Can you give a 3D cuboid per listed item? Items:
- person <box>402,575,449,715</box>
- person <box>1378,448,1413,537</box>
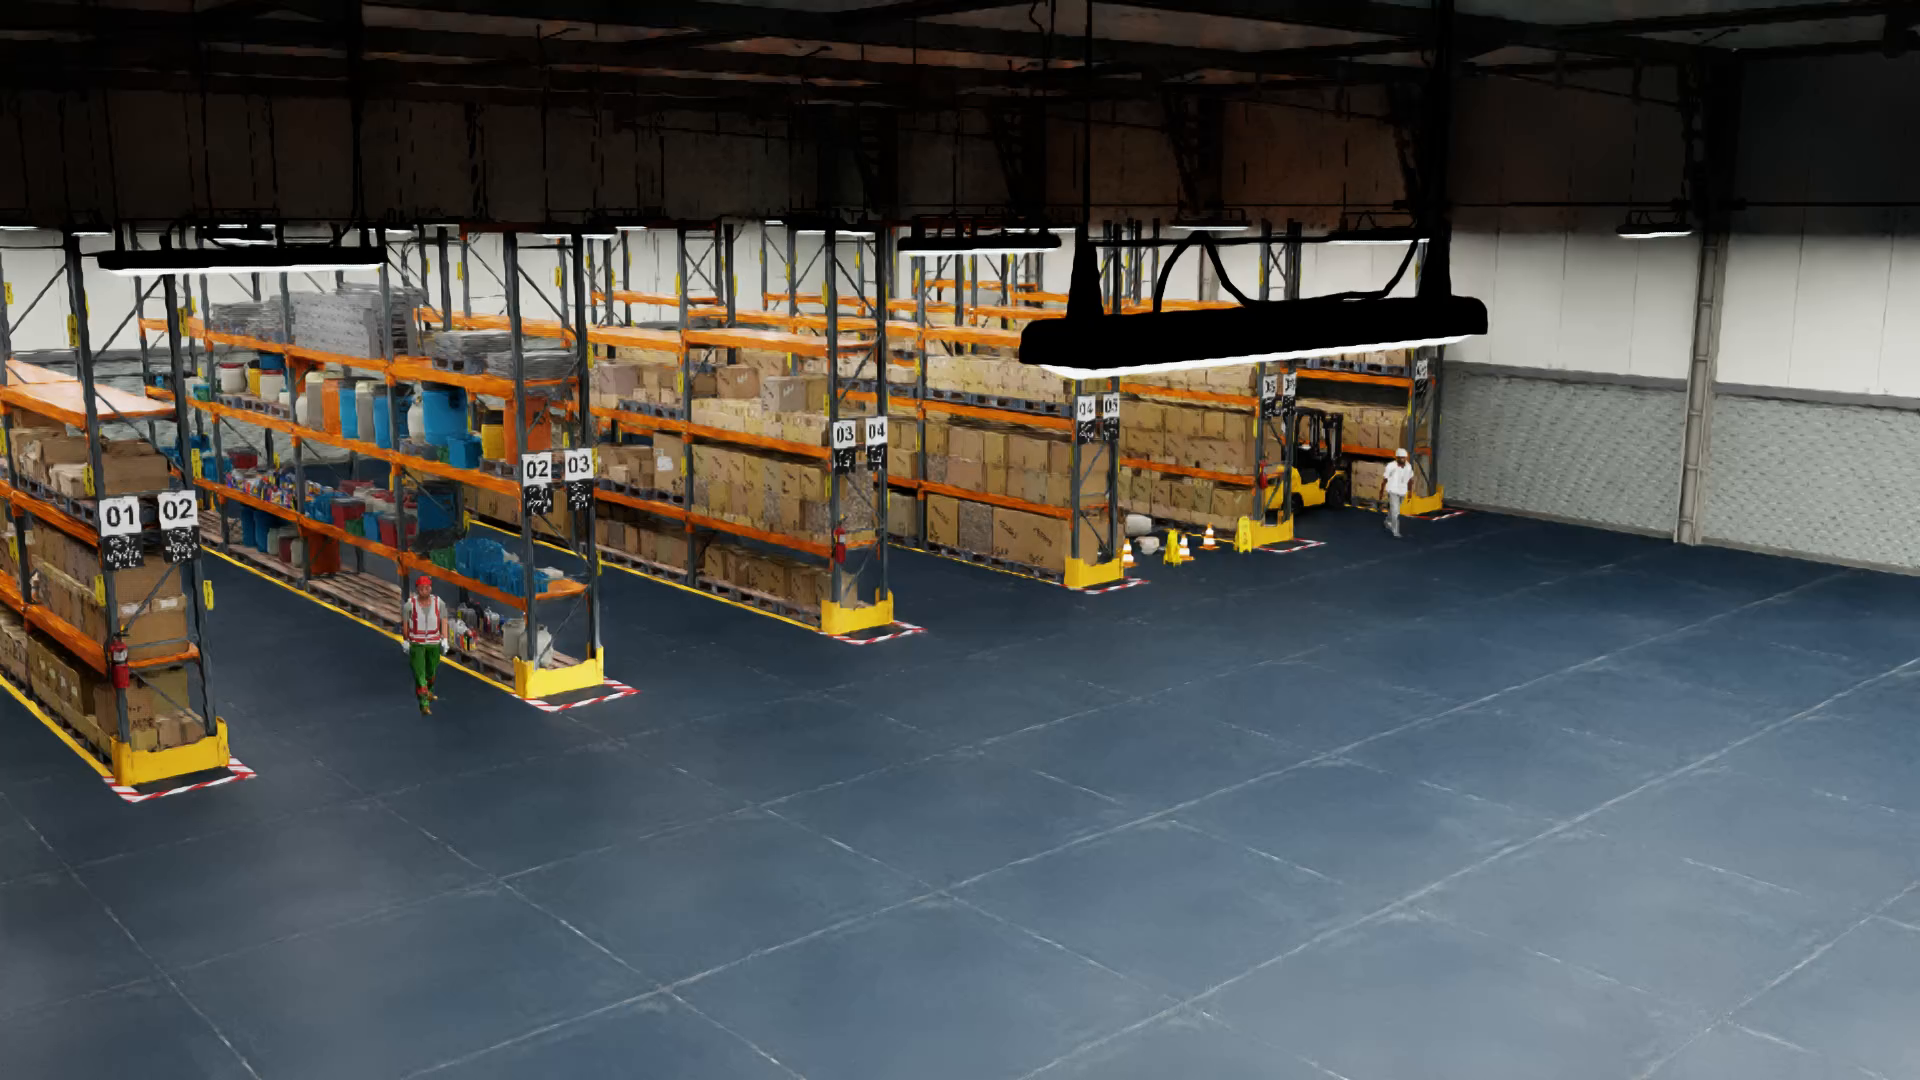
[{"bbox_3d":[-6.732,1.293,21.034,0.534,1.726,1.002,-7,13,-31],"label":"person"},{"bbox_3d":[8.484,-0.942,32.248,0.620,1.720,0.973,-4,12,-18],"label":"person"}]
